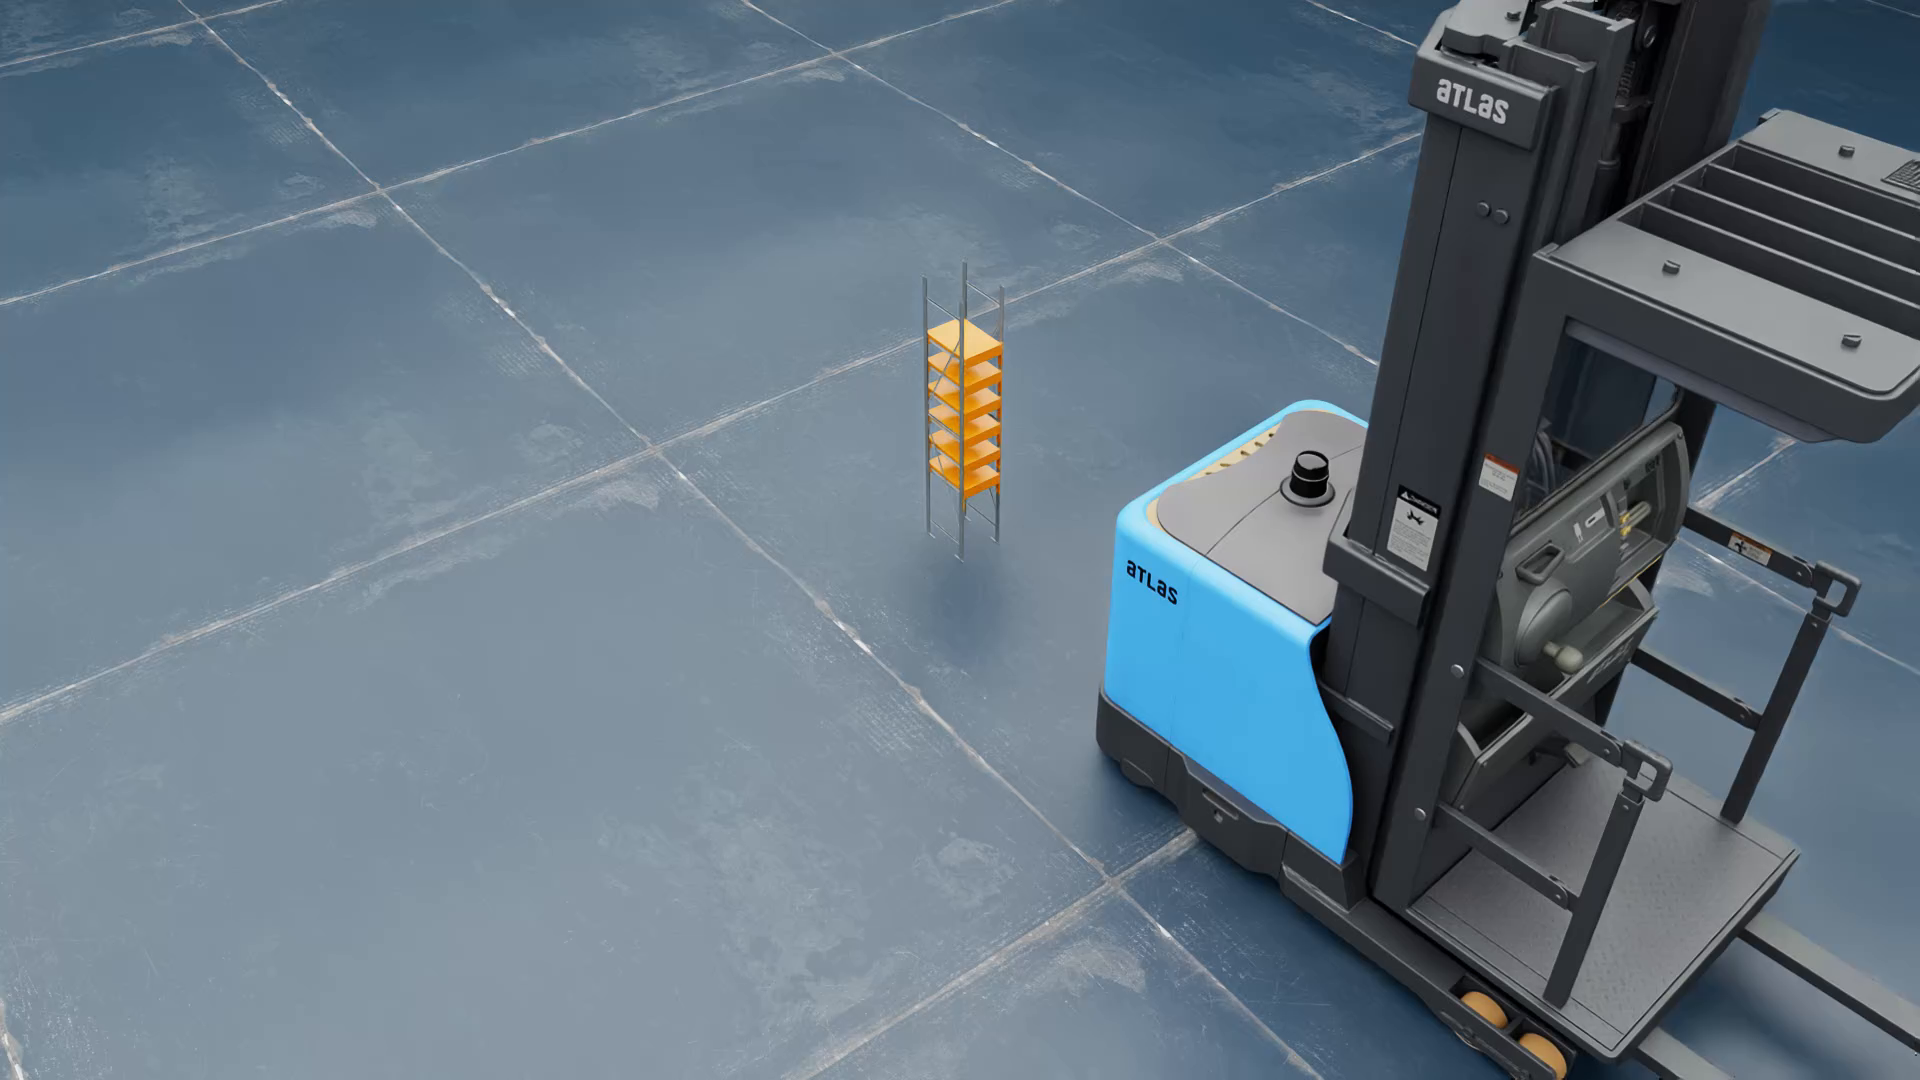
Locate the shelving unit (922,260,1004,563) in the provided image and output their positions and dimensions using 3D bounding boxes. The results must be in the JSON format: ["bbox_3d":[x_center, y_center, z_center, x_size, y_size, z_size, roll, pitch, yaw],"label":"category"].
[{"bbox_3d":[0.011,-0.469,6.376,0.189,1.200,0.258,-26,46,-28],"label":"shelving unit"}]

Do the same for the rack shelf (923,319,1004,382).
[{"bbox_3d":[0.011,-0.713,6.176,0.180,0.103,0.258,-26,46,-28],"label":"rack shelf"}]

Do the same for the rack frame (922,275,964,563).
[{"bbox_3d":[-0.061,-0.434,6.333,0.006,1.200,0.240,-26,46,-28],"label":"rack frame"}]

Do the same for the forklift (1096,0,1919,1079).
[{"bbox_3d":[1.838,0.090,4.330,1.130,2.935,3.031,-30,48,-31],"label":"forklift"}]

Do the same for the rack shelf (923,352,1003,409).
[{"bbox_3d":[0.011,-0.621,6.252,0.180,0.103,0.258,-26,46,-28],"label":"rack shelf"}]

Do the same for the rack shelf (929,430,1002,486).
[{"bbox_3d":[0.011,-0.342,6.481,0.180,0.103,0.258,-26,46,-28],"label":"rack shelf"}]

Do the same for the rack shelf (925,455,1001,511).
[{"bbox_3d":[0.011,-0.250,6.557,0.180,0.103,0.258,-26,46,-28],"label":"rack shelf"}]

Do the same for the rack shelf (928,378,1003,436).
[{"bbox_3d":[0.011,-0.528,6.328,0.180,0.103,0.258,-26,46,-28],"label":"rack shelf"}]

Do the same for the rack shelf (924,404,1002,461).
[{"bbox_3d":[0.011,-0.435,6.404,0.180,0.103,0.258,-26,46,-28],"label":"rack shelf"}]

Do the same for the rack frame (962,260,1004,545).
[{"bbox_3d":[0.084,-0.505,6.419,0.006,1.200,0.240,-26,46,-28],"label":"rack frame"}]
